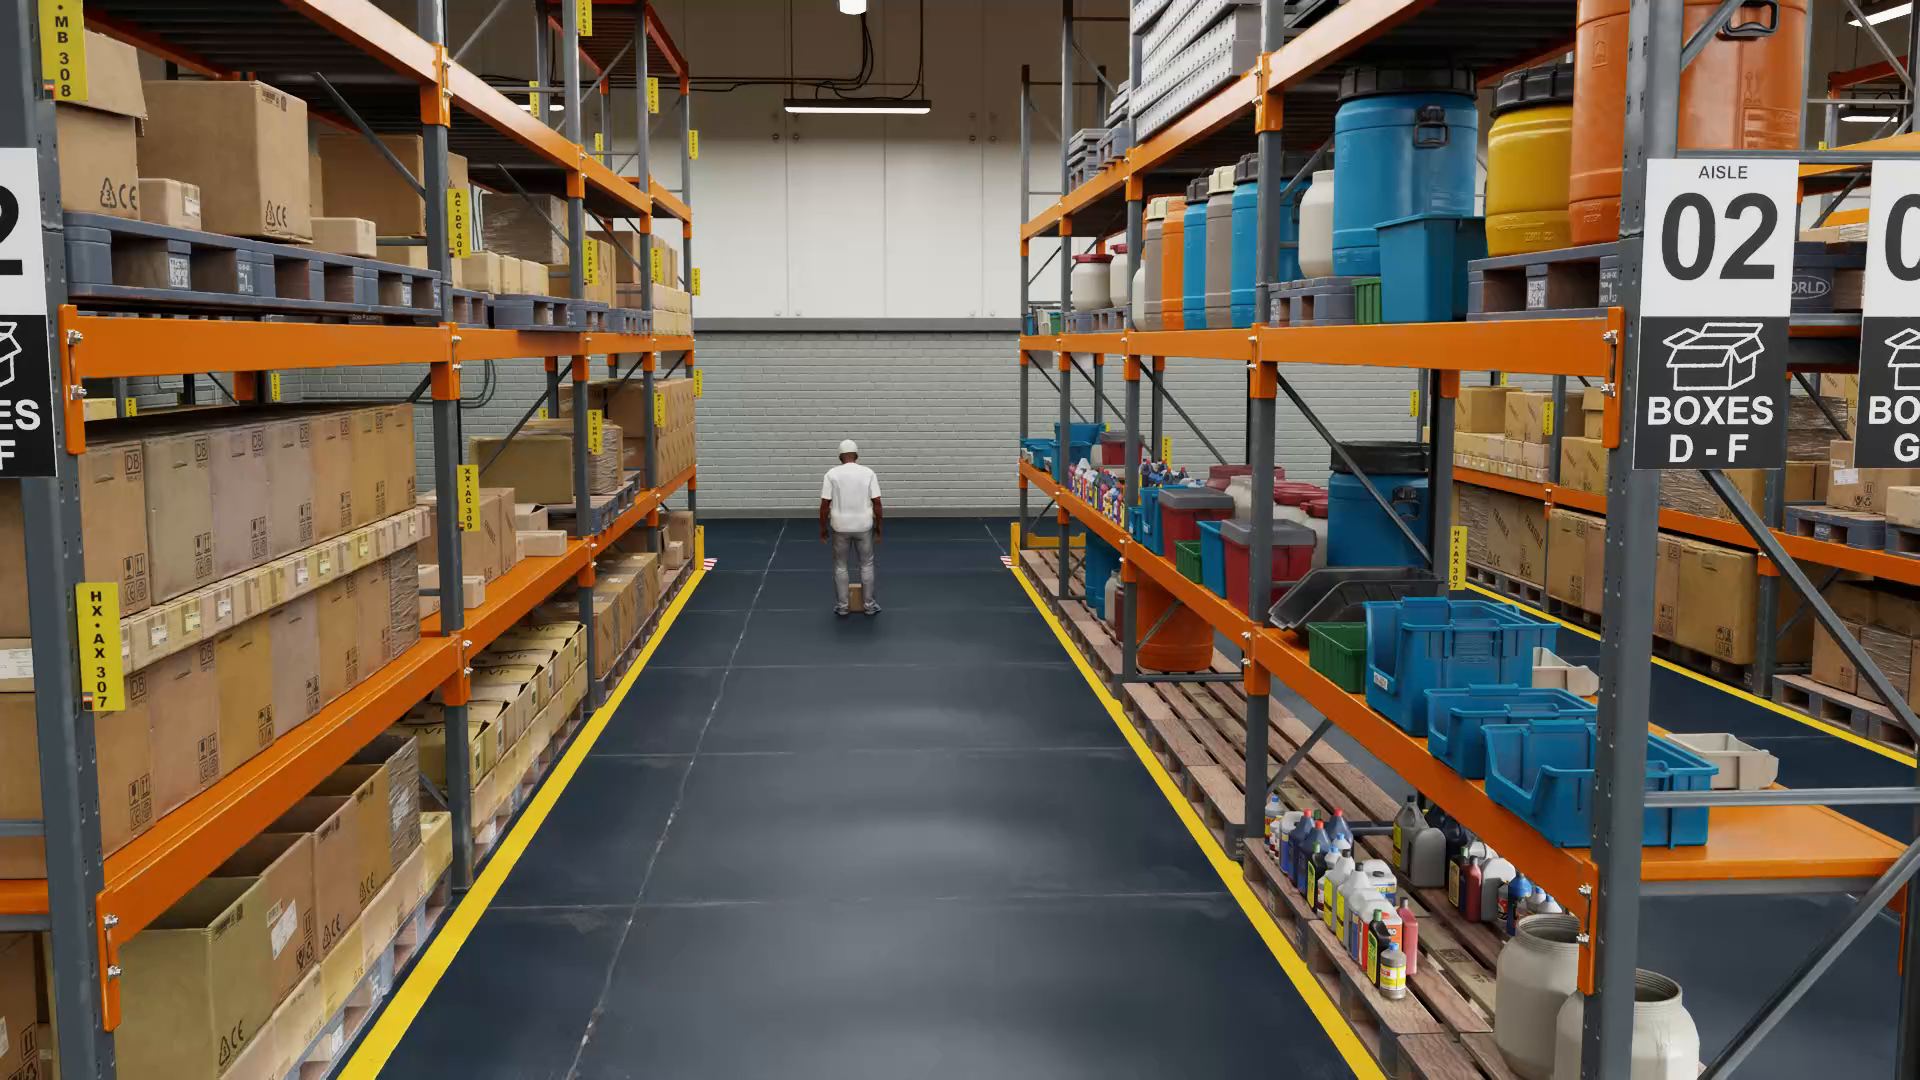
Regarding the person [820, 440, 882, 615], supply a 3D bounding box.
[{"bbox_3d":[-1.096,-0.129,16.764,0.634,1.756,0.458,-1,7,-7],"label":"person"}]
